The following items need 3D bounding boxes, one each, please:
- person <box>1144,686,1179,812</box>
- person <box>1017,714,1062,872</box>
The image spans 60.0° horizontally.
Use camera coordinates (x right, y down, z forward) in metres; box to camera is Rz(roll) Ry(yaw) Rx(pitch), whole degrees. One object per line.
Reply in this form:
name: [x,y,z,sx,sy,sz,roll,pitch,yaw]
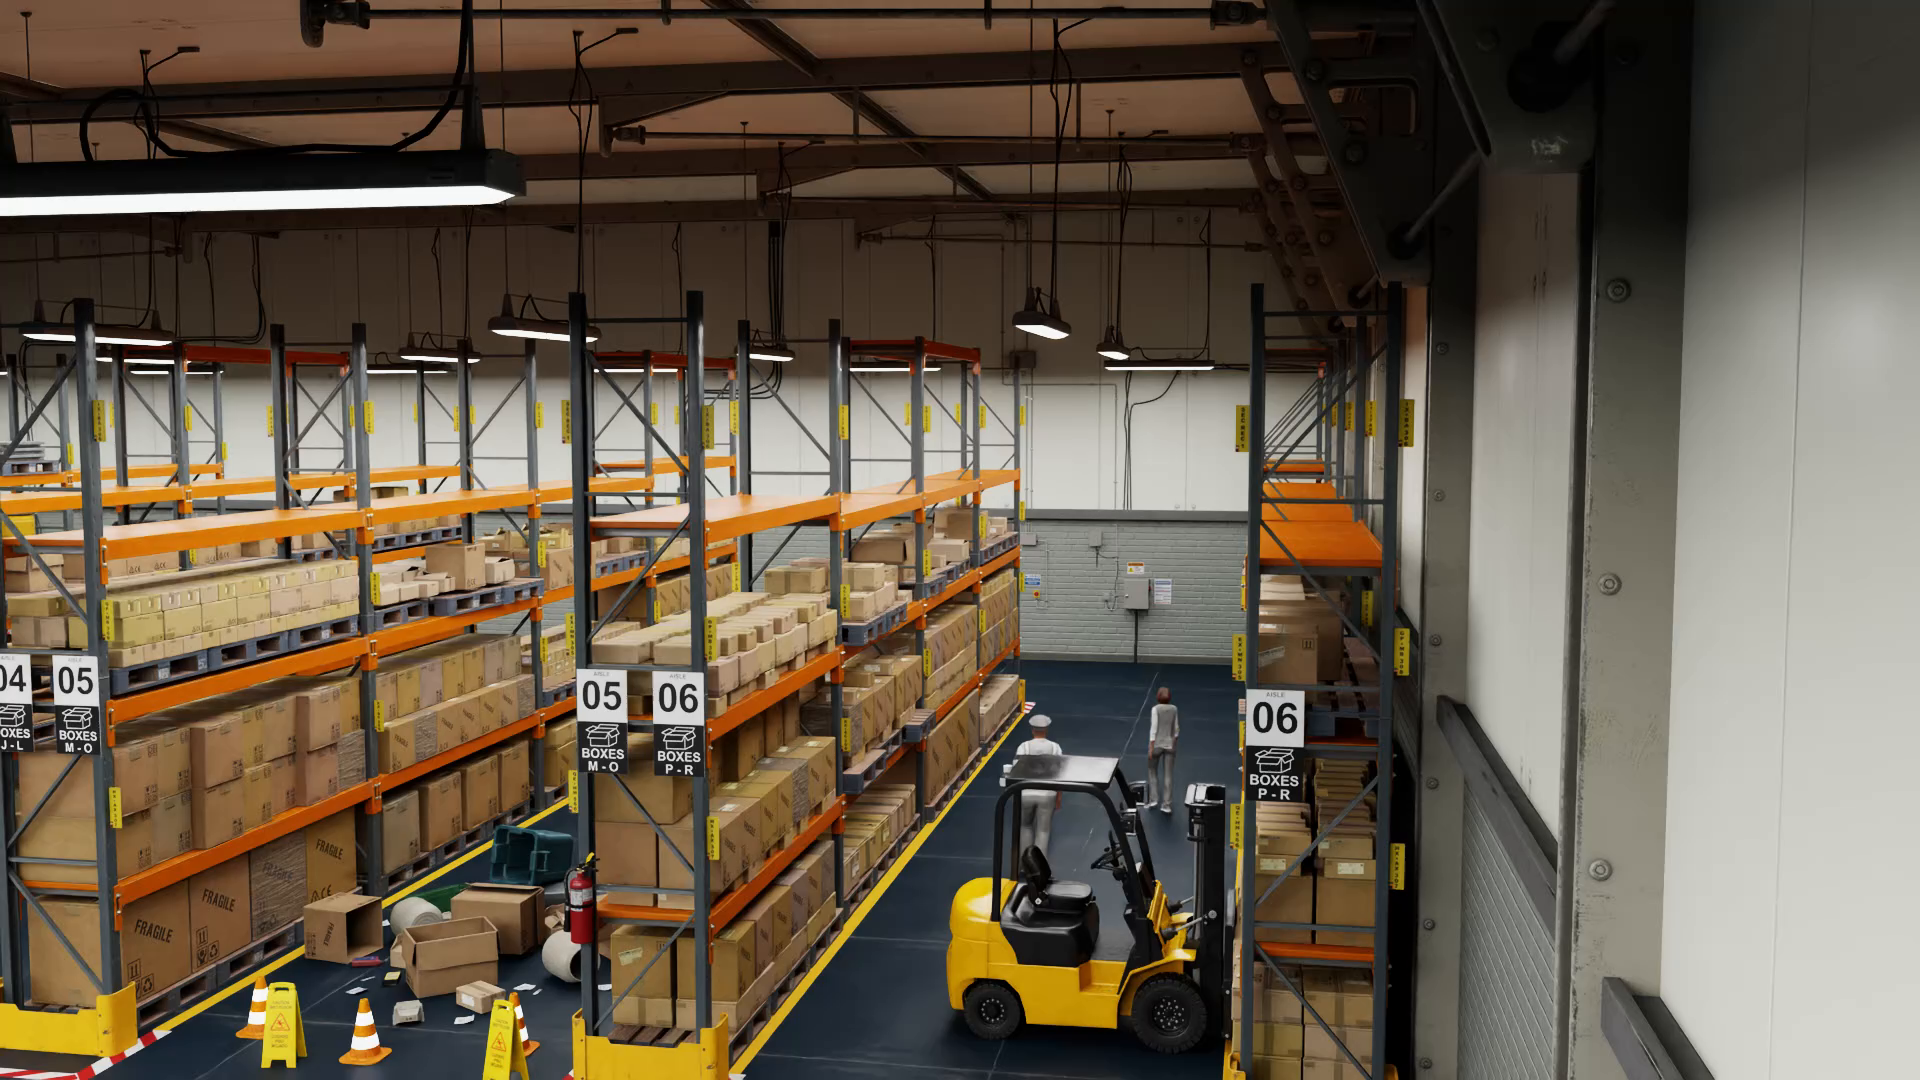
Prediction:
person: [2.605,2.680,21.230,0.428,1.616,0.636,-1,5,-8]
person: [0.865,2.848,18.267,0.558,1.829,0.600,0,5,4]
